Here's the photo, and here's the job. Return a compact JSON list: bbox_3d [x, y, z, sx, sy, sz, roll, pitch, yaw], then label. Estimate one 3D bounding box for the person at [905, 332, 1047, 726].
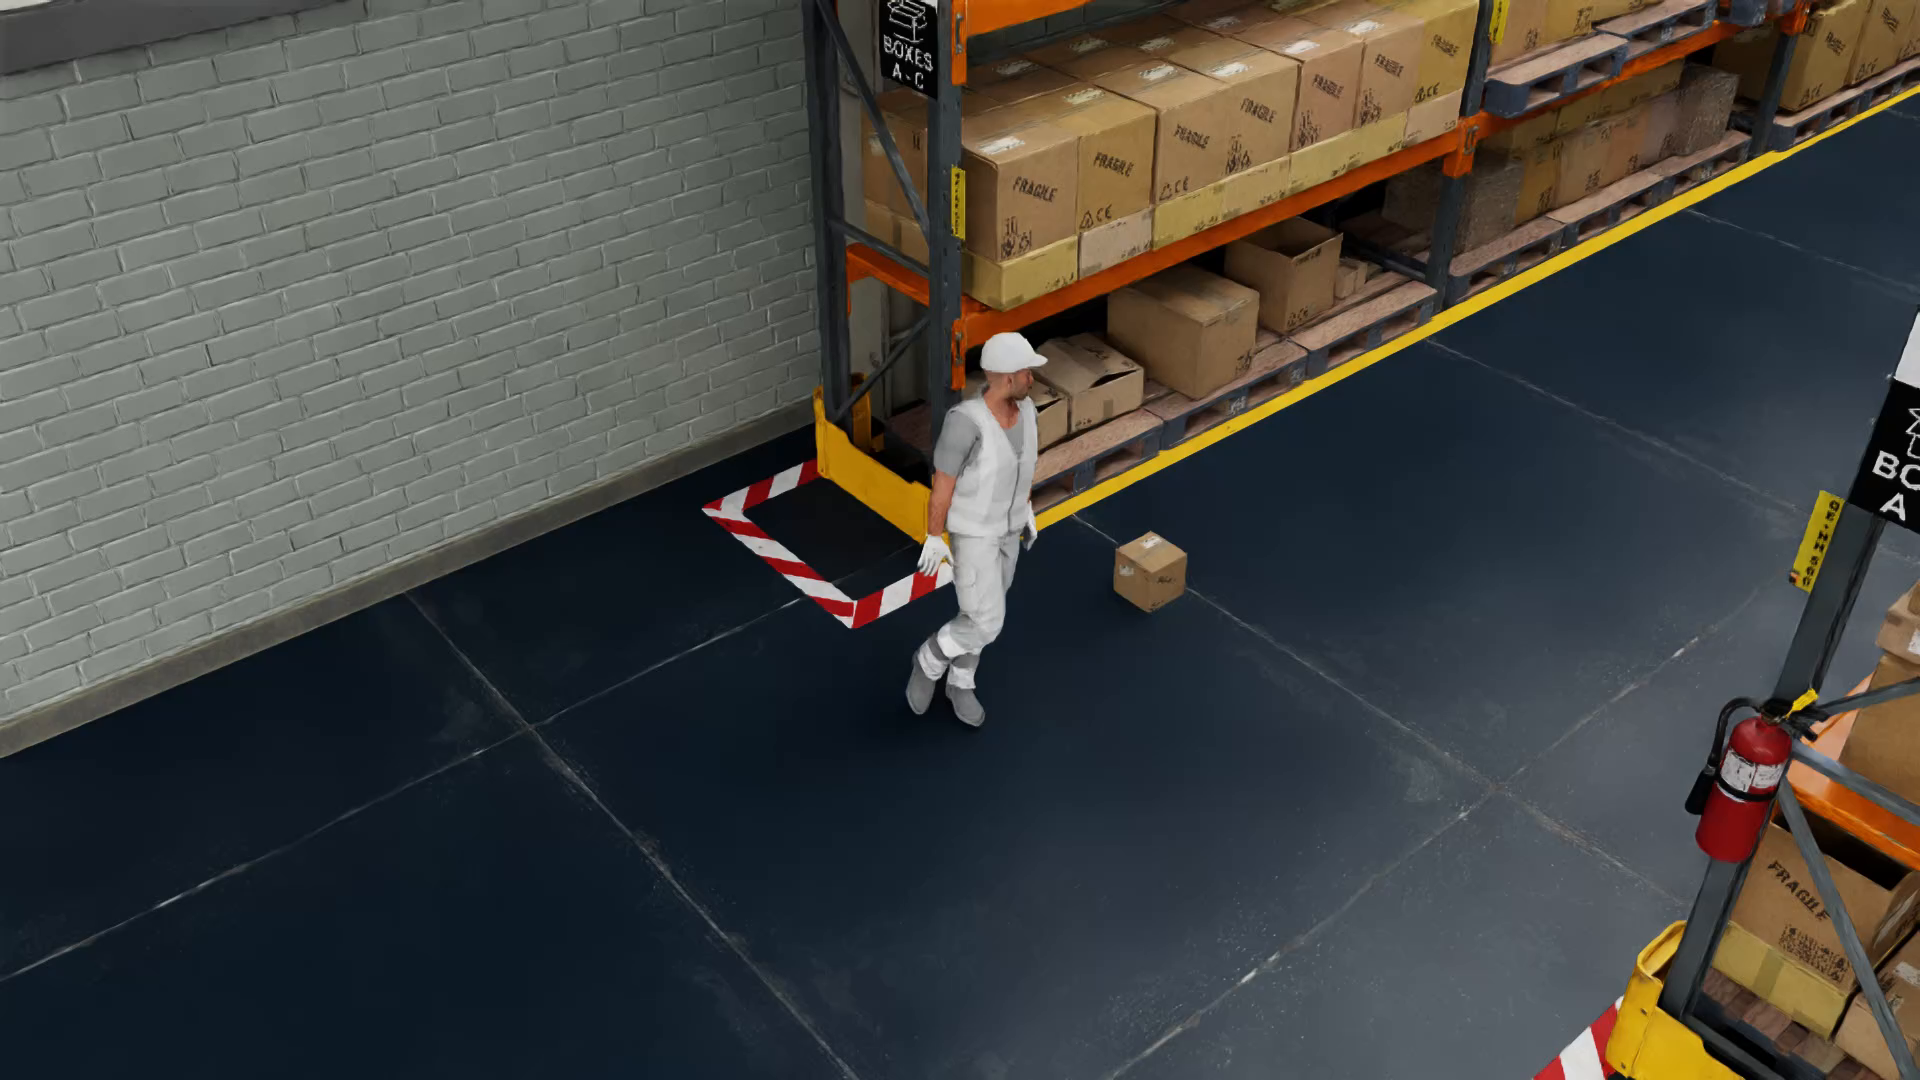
[{"bbox_3d":[0.108,-0.011,7.058,0.729,1.774,0.453,-29,45,-34],"label":"person"}]
